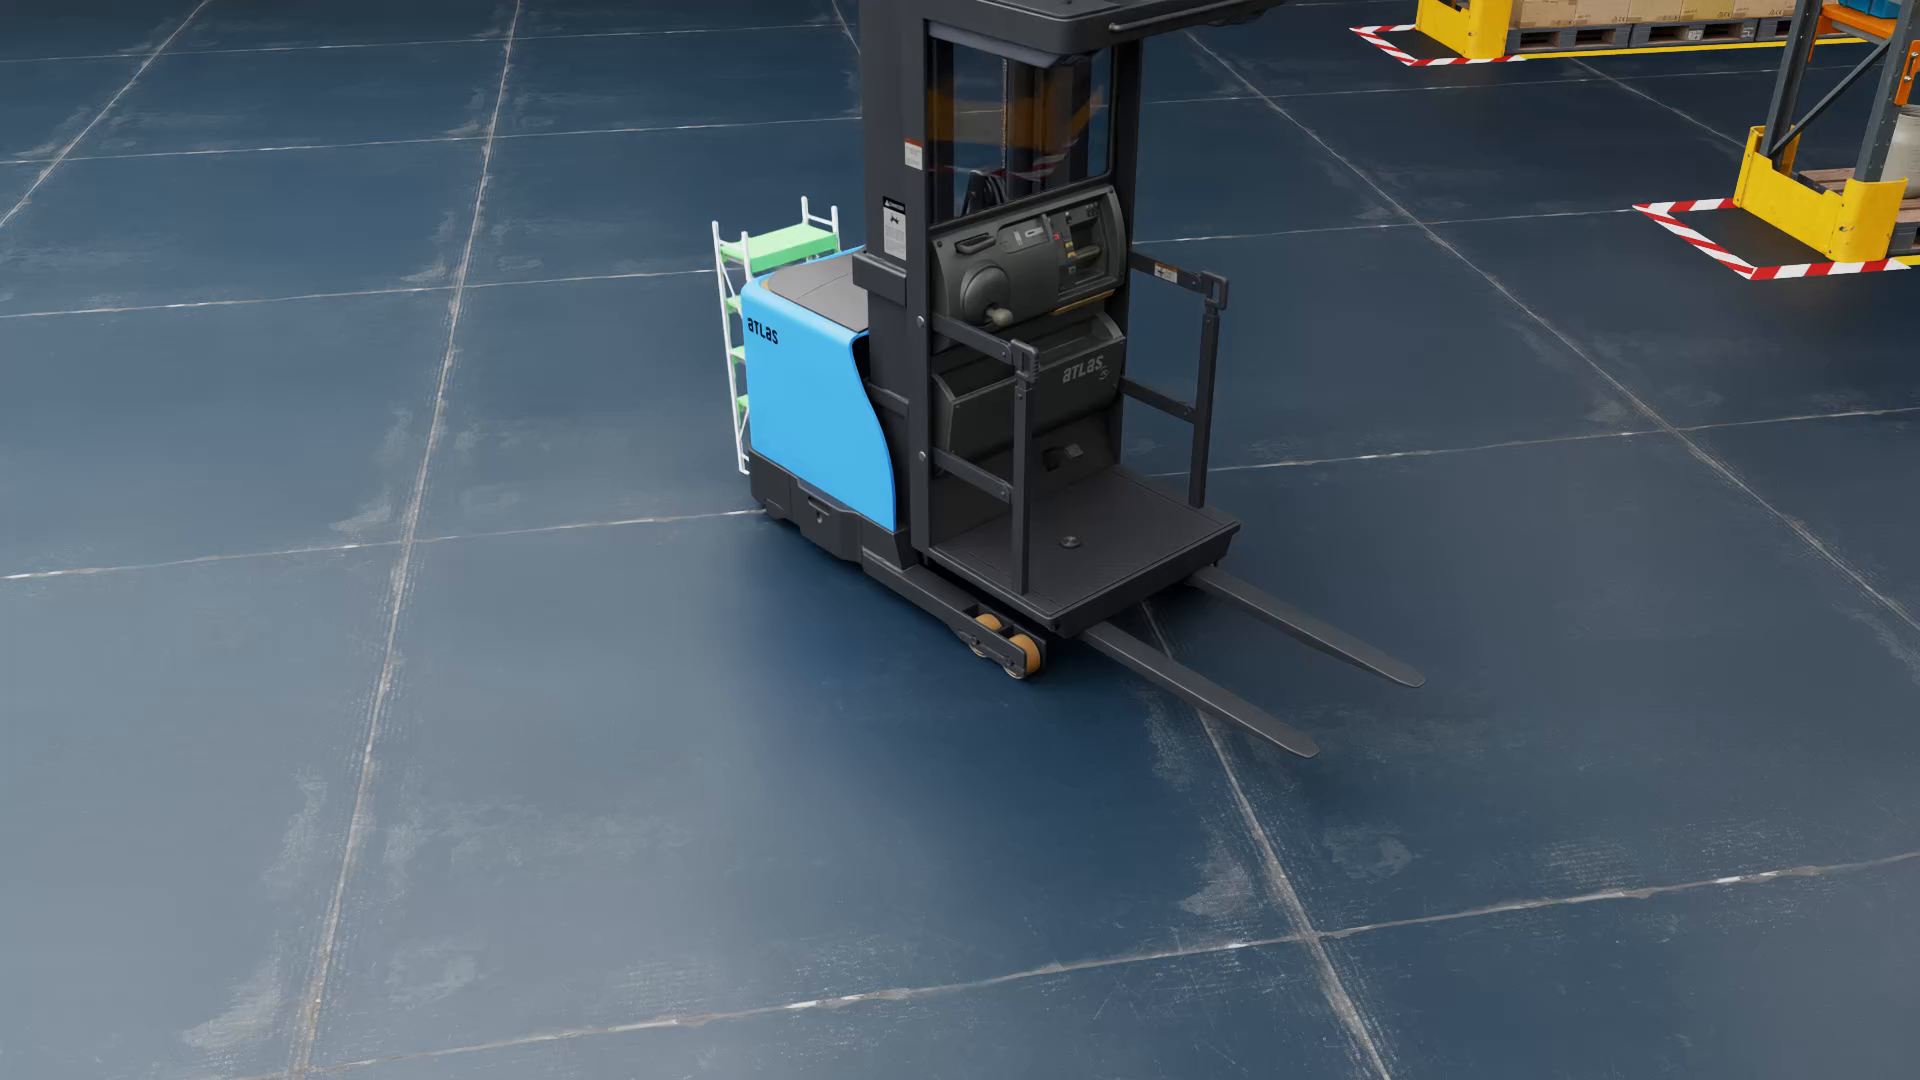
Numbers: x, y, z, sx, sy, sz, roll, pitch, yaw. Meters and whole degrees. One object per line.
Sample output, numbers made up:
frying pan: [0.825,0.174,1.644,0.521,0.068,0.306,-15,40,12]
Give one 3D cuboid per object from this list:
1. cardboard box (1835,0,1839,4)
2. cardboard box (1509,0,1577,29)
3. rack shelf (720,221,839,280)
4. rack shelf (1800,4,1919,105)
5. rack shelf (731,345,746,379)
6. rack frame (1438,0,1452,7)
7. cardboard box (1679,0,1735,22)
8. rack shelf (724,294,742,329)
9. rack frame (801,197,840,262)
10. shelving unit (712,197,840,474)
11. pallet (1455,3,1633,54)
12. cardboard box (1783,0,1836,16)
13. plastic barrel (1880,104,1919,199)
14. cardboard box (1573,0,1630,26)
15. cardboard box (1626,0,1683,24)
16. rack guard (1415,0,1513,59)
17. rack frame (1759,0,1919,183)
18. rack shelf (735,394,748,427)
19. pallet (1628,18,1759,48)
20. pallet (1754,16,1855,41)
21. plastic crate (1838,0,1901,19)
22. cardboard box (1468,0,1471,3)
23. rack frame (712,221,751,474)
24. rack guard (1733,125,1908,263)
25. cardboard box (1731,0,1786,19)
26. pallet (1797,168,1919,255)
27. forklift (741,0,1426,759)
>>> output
cardboard box: [7.966,-4.928,14.970,0.500,0.250,0.500,-5,31,-9]
cardboard box: [5.016,-4.652,14.501,0.500,0.250,0.500,-5,31,-9]
rack shelf: [-0.805,-1.268,7.389,0.480,0.148,0.258,-25,35,-35]
rack shelf: [7.304,-3.121,10.308,4.000,0.370,1.077,-5,31,-9]
rack shelf: [-0.787,-0.845,7.614,0.480,0.148,0.258,-25,35,-35]
rack frame: [4.448,-5.718,14.016,0.127,3.000,1.000,-5,31,-9]
cardboard box: [6.491,-4.788,14.732,0.500,0.250,0.500,-5,31,-9]
rack shelf: [-0.796,-1.056,7.502,0.480,0.148,0.258,-25,35,-35]
rack frame: [-0.609,-0.984,7.726,0.015,1.200,0.240,-25,35,-35]
shelving unit: [-0.789,-0.901,7.584,0.503,1.200,0.258,-25,35,-35]
pallet: [5.193,-4.607,14.877,1.213,0.211,1.003,-5,31,-9]
cardboard box: [7.472,-4.887,14.901,0.500,0.250,0.500,-5,31,-9]
plastic barrel: [5.970,-2.455,10.506,0.421,0.512,0.421,0,30,0]
cardboard box: [5.507,-4.700,14.582,0.500,0.250,0.500,-5,31,-9]
cardboard box: [5.999,-4.745,14.659,0.500,0.250,0.500,-5,31,-9]
rack guard: [4.424,-4.639,14.646,0.348,0.500,1.175,-5,31,-9]
rack frame: [5.337,-3.248,9.815,0.127,3.000,1.000,-5,31,-9]
rack shelf: [-0.778,-0.633,7.727,0.480,0.148,0.258,-25,35,-35]
pallet: [6.390,-4.717,15.063,1.213,0.211,1.003,-5,31,-9]
pallet: [7.593,-4.830,15.256,1.213,0.211,1.003,-5,31,-9]
plastic crate: [5.775,-3.379,10.184,0.616,0.251,0.499,-5,31,-9]
cardboard box: [4.922,-4.910,14.940,0.500,0.250,0.500,-5,31,-9]
rack frame: [-0.970,-0.818,7.443,0.015,1.200,0.240,-25,35,-35]
rack guard: [5.403,-2.201,10.500,0.348,0.500,1.175,-5,31,-9]
cardboard box: [6.983,-4.834,14.811,0.500,0.250,0.500,-5,31,-9]
pallet: [6.203,-2.148,10.695,1.213,0.211,1.003,-5,31,-9]
forklift: [0.415,-1.027,6.104,1.130,2.935,3.031,-24,38,-35]
